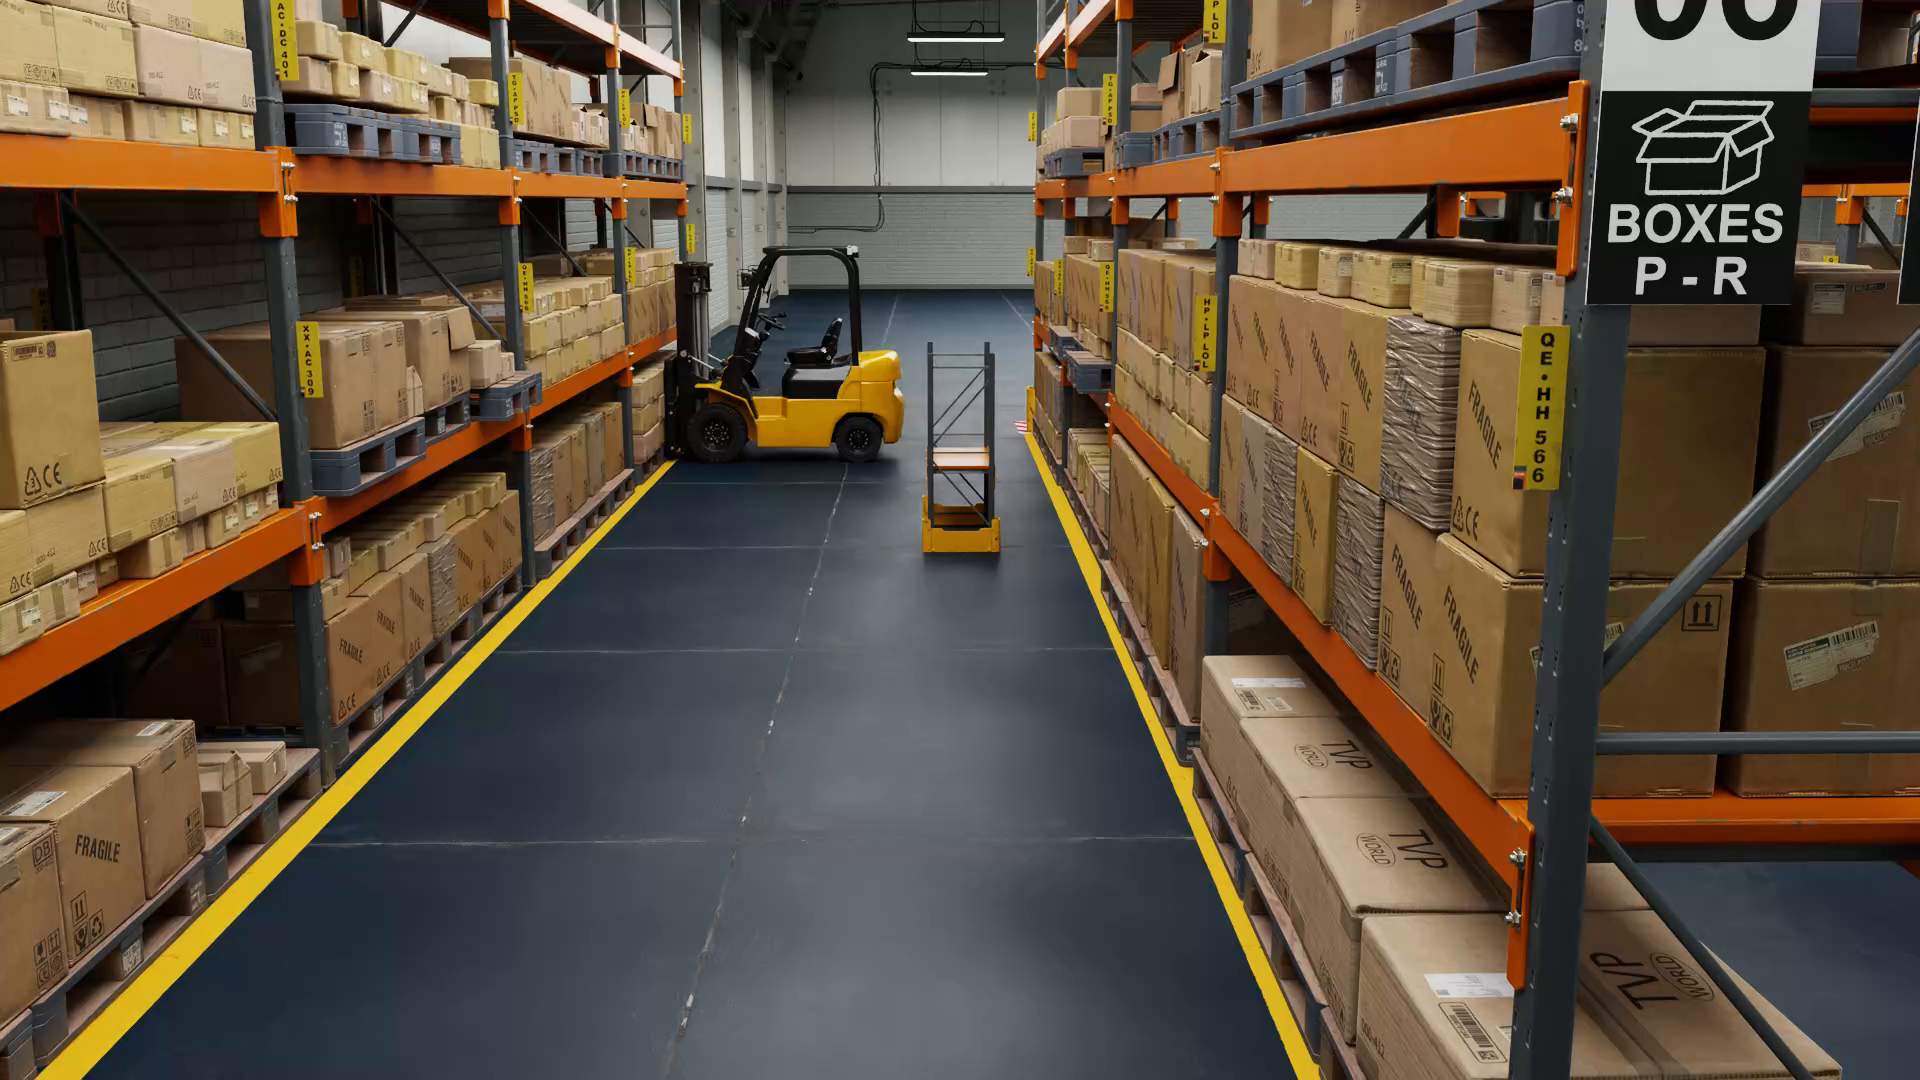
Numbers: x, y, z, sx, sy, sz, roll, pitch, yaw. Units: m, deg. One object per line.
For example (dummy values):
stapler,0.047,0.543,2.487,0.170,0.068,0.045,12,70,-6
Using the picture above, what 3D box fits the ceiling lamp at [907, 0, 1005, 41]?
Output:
ceiling lamp,-0.089,-11.798,33.897,2.000,3.185,0.800,0,11,-1

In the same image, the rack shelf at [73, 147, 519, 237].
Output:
rack shelf,-3.392,-1.865,8.970,1.077,0.370,4.000,0,11,-1

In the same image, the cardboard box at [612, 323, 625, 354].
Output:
cardboard box,-3.244,-1.767,14.602,0.500,0.250,0.500,0,11,0

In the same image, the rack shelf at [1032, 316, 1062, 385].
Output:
rack shelf,1.405,-2.006,17.211,1.077,0.370,4.000,0,11,-1

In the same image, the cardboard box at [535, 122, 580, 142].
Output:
cardboard box,-3.174,-3.171,12.924,0.380,0.149,0.250,0,11,-2

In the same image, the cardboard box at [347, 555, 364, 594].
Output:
cardboard box,-3.192,0.174,8.258,0.380,0.149,0.250,-1,11,-4

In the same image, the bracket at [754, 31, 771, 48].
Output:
bracket,-4.565,-11.475,37.932,0.076,0.066,4.783,0,11,-1

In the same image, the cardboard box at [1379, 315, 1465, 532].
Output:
cardboard box,1.406,-0.313,4.292,0.500,0.500,0.500,0,11,-1

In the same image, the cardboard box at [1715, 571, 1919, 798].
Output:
cardboard box,1.971,0.279,3.888,0.500,0.500,0.500,0,11,-2

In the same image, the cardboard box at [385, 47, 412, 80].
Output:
cardboard box,-3.014,-2.414,8.446,0.380,0.149,0.250,0,11,-1

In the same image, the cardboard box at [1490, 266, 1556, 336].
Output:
cardboard box,1.457,-0.553,3.844,0.380,0.149,0.250,0,11,0

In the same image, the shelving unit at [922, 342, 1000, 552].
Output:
shelving unit,-0.002,-0.750,12.985,0.587,1.500,1.083,0,11,-1

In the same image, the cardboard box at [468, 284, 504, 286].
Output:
cardboard box,-3.750,-1.982,13.403,0.380,0.149,0.250,0,11,-2

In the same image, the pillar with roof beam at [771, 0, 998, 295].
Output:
pillar with roof beam,-0.801,-11.514,47.180,9.100,9.000,0.548,0,11,-1

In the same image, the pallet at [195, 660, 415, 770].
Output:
pallet,-3.405,0.856,8.311,1.003,0.211,1.213,0,11,-1

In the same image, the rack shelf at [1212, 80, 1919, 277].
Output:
rack shelf,1.653,-1.091,5.155,1.077,0.370,4.000,0,11,-1

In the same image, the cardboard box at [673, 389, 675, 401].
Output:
cardboard box,-3.238,-1.441,17.219,0.500,0.250,0.500,0,11,-1

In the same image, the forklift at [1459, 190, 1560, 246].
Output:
forklift,3.804,-1.035,10.789,1.130,2.935,3.031,1,11,4

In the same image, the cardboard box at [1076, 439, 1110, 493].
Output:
cardboard box,1.478,-0.632,14.181,0.950,0.372,0.625,0,11,2

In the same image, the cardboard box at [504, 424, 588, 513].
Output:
cardboard box,-3.468,-0.574,13.262,0.875,0.625,0.625,-1,11,-4

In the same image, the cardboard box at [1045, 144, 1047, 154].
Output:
cardboard box,1.144,-3.995,17.289,0.500,0.250,0.500,0,11,1

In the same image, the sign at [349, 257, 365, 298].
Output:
sign,-3.988,-1.709,11.027,0.100,0.325,0.005,0,11,-1

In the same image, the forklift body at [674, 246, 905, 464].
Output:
forklift body,-1.736,-1.949,17.259,2.313,2.155,1.214,0,11,-1

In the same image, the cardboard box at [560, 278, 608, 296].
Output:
cardboard box,-3.264,-2.188,14.419,0.380,0.149,0.250,0,11,-2

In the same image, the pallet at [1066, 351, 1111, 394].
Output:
pallet,1.408,-1.213,11.976,1.213,0.211,1.003,0,11,-1

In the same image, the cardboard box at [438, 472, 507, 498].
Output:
cardboard box,-3.170,-0.346,10.820,0.380,0.149,0.250,-1,11,-4

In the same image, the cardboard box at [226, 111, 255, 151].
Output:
cardboard box,-3.048,-1.626,6.618,0.380,0.149,0.250,0,11,-2

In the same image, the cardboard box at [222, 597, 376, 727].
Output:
cardboard box,-3.136,0.573,7.923,0.500,0.500,0.500,0,11,1

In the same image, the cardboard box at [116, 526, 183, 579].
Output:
cardboard box,-3.023,0.042,5.939,0.380,0.149,0.250,0,11,-2

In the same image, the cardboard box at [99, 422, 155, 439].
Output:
cardboard box,-3.611,-0.322,6.732,0.500,0.250,0.500,0,11,-2

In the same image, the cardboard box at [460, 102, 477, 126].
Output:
cardboard box,-3.200,-2.615,10.237,0.380,0.149,0.250,-1,11,-2

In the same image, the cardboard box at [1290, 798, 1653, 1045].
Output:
cardboard box,1.553,1.162,5.176,0.875,0.438,0.875,0,11,0

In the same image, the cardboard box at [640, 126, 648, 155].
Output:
cardboard box,-3.243,-3.895,16.200,0.396,0.266,0.258,-1,11,-2

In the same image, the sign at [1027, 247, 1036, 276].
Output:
sign,0.821,-3.178,19.002,0.100,0.325,0.005,0,11,-1

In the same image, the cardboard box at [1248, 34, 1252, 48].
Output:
cardboard box,1.855,-2.541,9.190,0.500,0.500,0.500,0,11,-1

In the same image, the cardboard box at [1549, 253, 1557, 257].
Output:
cardboard box,1.952,-0.762,4.873,0.380,0.149,0.250,0,11,-1

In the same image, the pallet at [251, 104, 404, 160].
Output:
pallet,-3.294,-1.857,7.598,1.213,0.211,1.003,0,11,-1

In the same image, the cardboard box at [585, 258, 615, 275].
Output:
cardboard box,-3.226,-2.517,15.290,0.380,0.149,0.250,0,11,0

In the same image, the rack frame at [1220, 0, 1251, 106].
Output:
rack frame,1.612,-3.311,6.745,1.000,3.000,0.127,0,11,-1

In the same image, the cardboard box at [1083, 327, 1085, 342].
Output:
cardboard box,1.176,-1.620,13.077,0.380,0.149,0.250,-1,11,-3

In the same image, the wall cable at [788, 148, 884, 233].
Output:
wall cable,-3.844,-10.566,50.315,3.097,2.526,0.112,0,11,-1

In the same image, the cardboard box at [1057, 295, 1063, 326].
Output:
cardboard box,1.189,-2.243,15.571,0.500,0.500,0.500,-1,11,-3

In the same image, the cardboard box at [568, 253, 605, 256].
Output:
cardboard box,-3.793,-2.820,16.783,0.380,0.149,0.250,0,11,0

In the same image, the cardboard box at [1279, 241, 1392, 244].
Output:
cardboard box,1.428,-1.062,6.353,0.380,0.149,0.250,0,11,-2

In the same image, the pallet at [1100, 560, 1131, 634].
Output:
pallet,1.470,0.358,10.764,1.003,0.211,1.213,0,11,-1

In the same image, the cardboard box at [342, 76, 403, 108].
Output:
cardboard box,-2.983,-2.215,8.214,0.380,0.149,0.250,0,11,-2

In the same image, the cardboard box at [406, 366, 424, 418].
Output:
cardboard box,-2.996,-0.767,8.578,0.396,0.266,0.258,0,11,2

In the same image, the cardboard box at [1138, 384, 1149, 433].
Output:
cardboard box,1.321,-0.788,9.774,0.500,0.250,0.500,0,11,1

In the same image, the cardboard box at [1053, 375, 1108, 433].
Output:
cardboard box,1.166,-1.303,15.912,0.500,0.500,0.500,0,11,-2

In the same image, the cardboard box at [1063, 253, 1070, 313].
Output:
cardboard box,1.169,-2.267,14.634,0.500,0.500,0.500,0,11,0

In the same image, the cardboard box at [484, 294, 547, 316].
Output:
cardboard box,-3.183,-1.680,11.913,0.380,0.149,0.250,0,11,0

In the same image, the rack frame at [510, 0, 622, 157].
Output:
rack frame,-3.516,-4.880,14.480,1.000,3.000,0.127,0,11,-1

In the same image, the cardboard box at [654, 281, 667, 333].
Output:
cardboard box,-3.292,-2.382,17.006,0.500,0.500,0.500,0,11,-1

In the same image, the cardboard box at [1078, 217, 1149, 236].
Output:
cardboard box,1.580,-3.039,16.979,0.700,0.500,0.500,0,11,-2

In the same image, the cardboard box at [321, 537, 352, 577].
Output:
cardboard box,-3.146,0.082,7.961,0.380,0.149,0.250,-1,11,-4
